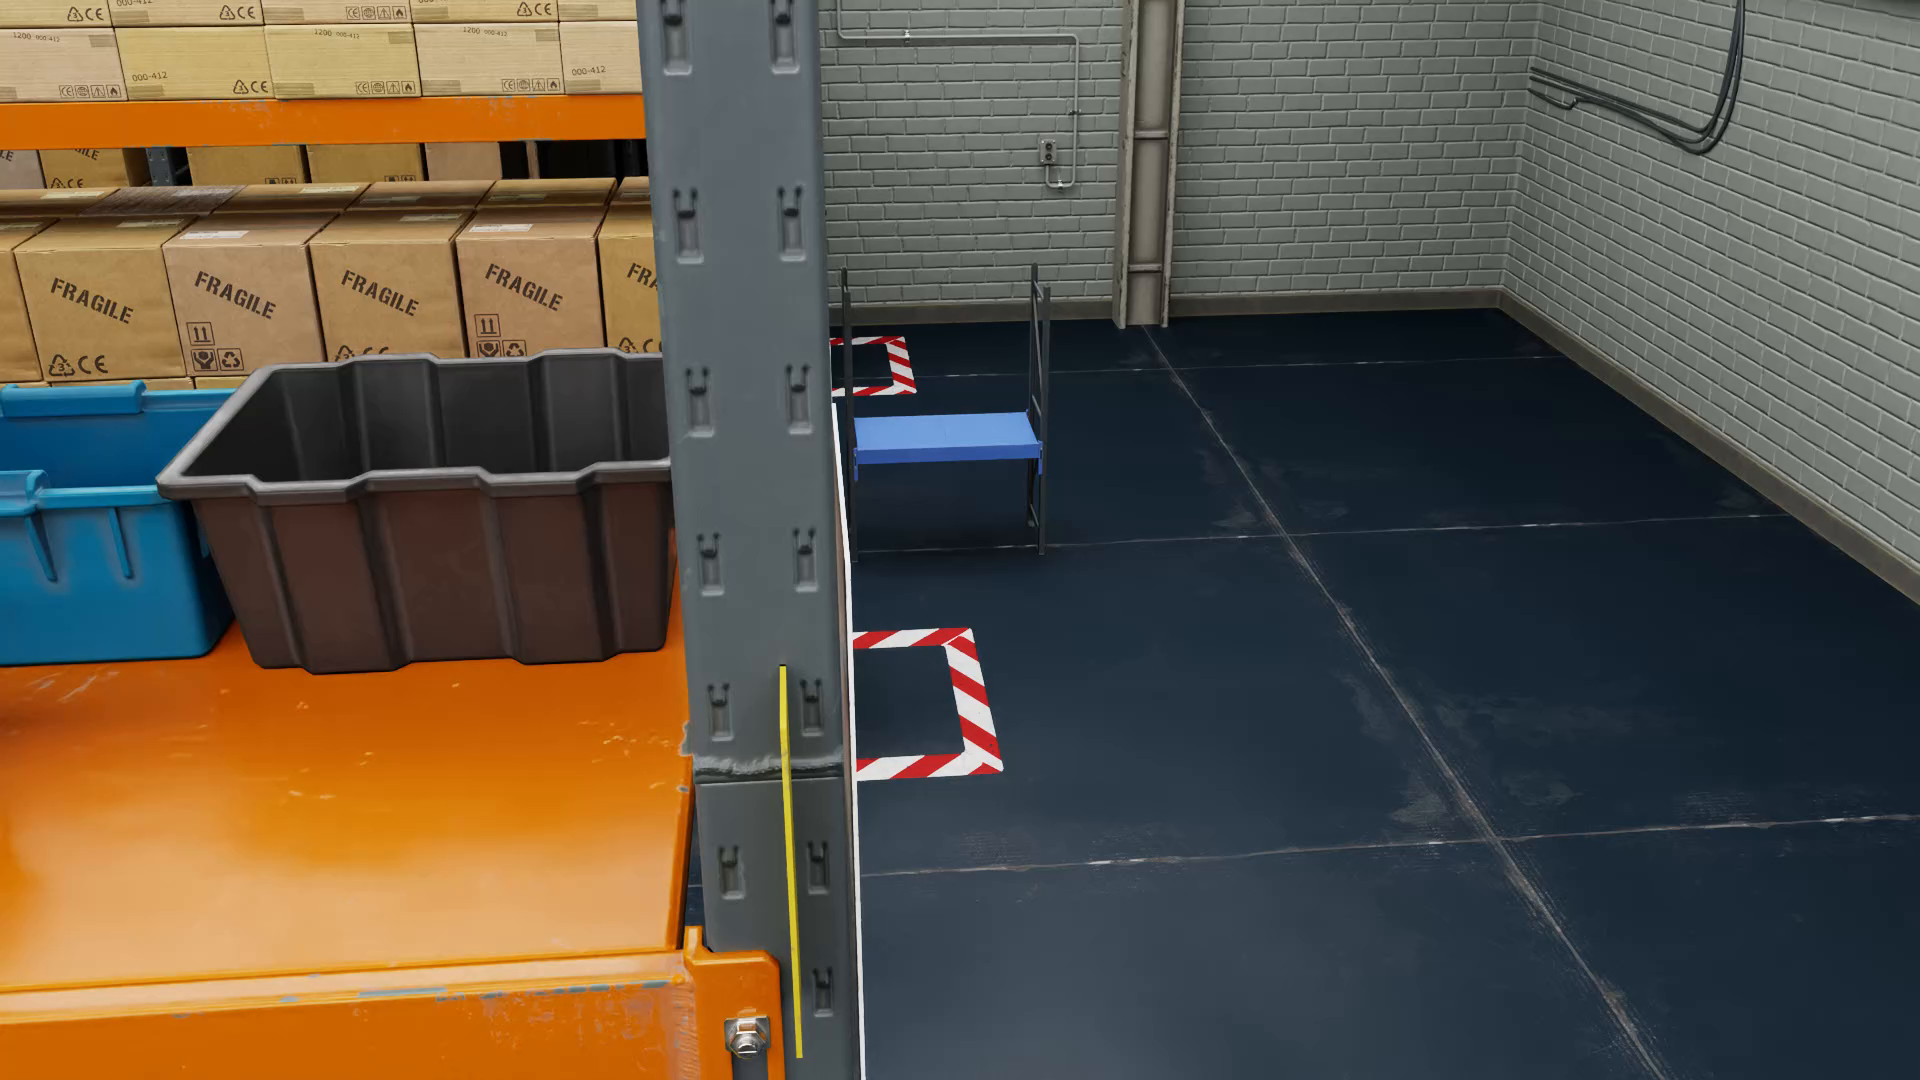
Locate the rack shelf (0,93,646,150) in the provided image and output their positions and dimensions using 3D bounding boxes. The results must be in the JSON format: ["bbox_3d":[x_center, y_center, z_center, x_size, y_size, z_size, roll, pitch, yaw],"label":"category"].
[{"bbox_3d":[-2.684,-1.592,6.332,4.000,0.370,1.077,-2,24,-5],"label":"rack shelf"}]

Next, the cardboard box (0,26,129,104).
[{"bbox_3d":[-3.170,-1.730,5.940,0.500,0.250,0.500,-2,24,-5],"label":"cardboard box"}]

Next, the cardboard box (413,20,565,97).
[{"bbox_3d":[-1.678,-1.790,6.075,0.500,0.250,0.500,-2,24,-5],"label":"cardboard box"}]

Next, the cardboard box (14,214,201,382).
[{"bbox_3d":[-3.153,-0.919,6.271,0.500,0.500,0.500,-3,24,-7],"label":"cardboard box"}]

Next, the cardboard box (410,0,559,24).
[{"bbox_3d":[-1.677,-2.017,5.971,0.500,0.250,0.500,-2,24,-5],"label":"cardboard box"}]

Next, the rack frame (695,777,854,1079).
[{"bbox_3d":[-0.210,1.372,2.470,0.127,3.000,1.000,-2,24,-5],"label":"rack frame"}]

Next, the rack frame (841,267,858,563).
[{"bbox_3d":[-0.591,-0.662,8.892,0.032,1.500,0.500,-2,24,-5],"label":"rack frame"}]

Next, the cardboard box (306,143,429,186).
[{"bbox_3d":[-3.896,-2.652,11.154,0.700,0.700,0.980,-3,24,-6],"label":"cardboard box"}]

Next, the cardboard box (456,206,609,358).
[{"bbox_3d":[-1.612,-0.983,6.415,0.500,0.500,0.500,-2,24,-4],"label":"cardboard box"}]

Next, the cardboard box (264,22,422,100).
[{"bbox_3d":[-2.174,-1.765,6.018,0.500,0.250,0.500,-2,24,-5],"label":"cardboard box"}]

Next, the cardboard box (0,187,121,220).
[{"bbox_3d":[-3.687,-1.120,6.722,0.500,0.500,0.500,-3,24,-6],"label":"cardboard box"}]

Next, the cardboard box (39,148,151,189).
[{"bbox_3d":[-5.599,-2.543,10.765,0.500,0.500,0.500,-3,24,-6],"label":"cardboard box"}]

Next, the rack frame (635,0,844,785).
[{"bbox_3d":[-0.210,-1.369,1.252,0.127,3.000,1.000,-2,24,-5],"label":"rack frame"}]

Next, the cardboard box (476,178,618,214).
[{"bbox_3d":[-1.681,-1.198,6.898,0.500,0.500,0.500,-2,24,-5],"label":"cardboard box"}]

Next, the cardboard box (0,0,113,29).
[{"bbox_3d":[-3.170,-1.956,5.834,0.500,0.250,0.500,-2,24,-5],"label":"cardboard box"}]

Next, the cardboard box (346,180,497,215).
[{"bbox_3d":[-2.179,-1.180,6.857,0.500,0.500,0.500,-2,24,-4],"label":"cardboard box"}]

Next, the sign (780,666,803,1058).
[{"bbox_3d":[-0.140,0.271,1.383,0.005,0.325,0.100,-2,24,-5],"label":"sign"}]

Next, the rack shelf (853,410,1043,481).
[{"bbox_3d":[-0.085,-0.518,9.011,1.000,0.185,0.538,-2,24,-5],"label":"rack shelf"}]

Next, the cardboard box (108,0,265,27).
[{"bbox_3d":[-2.672,-1.976,5.879,0.500,0.250,0.500,-2,24,-5],"label":"cardboard box"}]

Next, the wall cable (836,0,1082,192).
[{"bbox_3d":[-0.003,-3.530,12.248,1.851,1.984,0.084,-2,24,-5],"label":"wall cable"}]

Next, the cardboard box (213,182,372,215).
[{"bbox_3d":[-2.684,-1.159,6.811,0.500,0.500,0.500,-3,24,-6],"label":"cardboard box"}]

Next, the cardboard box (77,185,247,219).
[{"bbox_3d":[-3.185,-1.140,6.767,0.500,0.500,0.500,-2,24,-5],"label":"cardboard box"}]

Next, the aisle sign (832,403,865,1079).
[{"bbox_3d":[-0.110,0.300,1.682,0.004,0.787,0.394,-2,24,-5],"label":"aisle sign"}]

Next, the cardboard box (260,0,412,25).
[{"bbox_3d":[-2.175,-1.999,5.930,0.500,0.250,0.500,-2,24,-5],"label":"cardboard box"}]

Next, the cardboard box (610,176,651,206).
[{"bbox_3d":[-1.161,-1.222,6.951,0.500,0.500,0.500,-2,24,-4],"label":"cardboard box"}]

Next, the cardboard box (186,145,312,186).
[{"bbox_3d":[-4.623,-2.625,11.093,0.700,0.700,0.980,-2,24,-4],"label":"cardboard box"}]

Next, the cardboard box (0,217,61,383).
[{"bbox_3d":[-3.664,-0.899,6.225,0.500,0.500,0.500,-3,24,-7],"label":"cardboard box"}]

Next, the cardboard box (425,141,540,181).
[{"bbox_3d":[-3.173,-2.685,11.228,0.700,0.700,0.980,-3,24,-8],"label":"cardboard box"}]

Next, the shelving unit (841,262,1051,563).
[{"bbox_3d":[-0.085,-0.682,8.938,1.048,1.500,0.538,-2,24,-5],"label":"shelving unit"}]

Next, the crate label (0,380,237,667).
[{"bbox_3d":[-1.160,-0.024,2.102,0.502,0.251,0.408,-2,24,-5],"label":"crate label"}]

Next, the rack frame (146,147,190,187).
[{"bbox_3d":[-5.165,-2.473,11.120,0.127,3.000,1.000,-2,24,-5],"label":"rack frame"}]

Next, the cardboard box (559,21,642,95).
[{"bbox_3d":[-1.179,-1.805,6.110,0.500,0.250,0.500,-2,24,-5],"label":"cardboard box"}]

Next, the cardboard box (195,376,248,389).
[{"bbox_3d":[-2.627,-0.488,6.532,0.500,0.500,0.500,-3,24,-6],"label":"cardboard box"}]

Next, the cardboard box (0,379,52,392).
[{"bbox_3d":[-3.631,-0.448,6.442,0.500,0.500,0.500,-2,24,-4],"label":"cardboard box"}]

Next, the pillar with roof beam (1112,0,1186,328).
[{"bbox_3d":[1.841,-4.091,7.375,0.400,9.000,9.100,-2,24,-5],"label":"pillar with roof beam"}]

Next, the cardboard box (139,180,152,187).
[{"bbox_3d":[-5.473,-2.239,10.879,0.250,0.149,0.380,-2,24,-5],"label":"cardboard box"}]

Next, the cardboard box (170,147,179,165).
[{"bbox_3d":[-5.647,-2.747,11.223,0.500,0.500,0.500,-3,24,-7],"label":"cardboard box"}]

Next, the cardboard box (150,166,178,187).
[{"bbox_3d":[-5.518,-2.434,11.317,0.250,0.149,0.380,-3,24,-7],"label":"cardboard box"}]

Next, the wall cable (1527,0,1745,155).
[{"bbox_3d":[4.480,-4.036,11.074,0.112,2.526,3.097,-2,24,-5],"label":"wall cable"}]

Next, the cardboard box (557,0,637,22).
[{"bbox_3d":[-1.180,-2.037,6.017,0.500,0.250,0.500,-2,24,-5],"label":"cardboard box"}]

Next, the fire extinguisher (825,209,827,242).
[{"bbox_3d":[-0.989,-2.246,11.165,0.183,0.674,0.296,-2,24,-5],"label":"fire extinguisher"}]

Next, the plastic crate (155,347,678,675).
[{"bbox_3d":[-0.621,-0.036,2.106,0.590,0.269,0.497,-2,24,-5],"label":"plastic crate"}]

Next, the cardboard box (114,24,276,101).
[{"bbox_3d":[-2.673,-1.751,5.988,0.500,0.250,0.500,-2,24,-5],"label":"cardboard box"}]

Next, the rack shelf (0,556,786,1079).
[{"bbox_3d":[-2.201,0.410,1.827,4.000,0.370,1.077,-2,24,-5],"label":"rack shelf"}]

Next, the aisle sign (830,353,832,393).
[{"bbox_3d":[-0.168,0.061,2.219,0.004,0.787,0.394,-2,24,-5],"label":"aisle sign"}]

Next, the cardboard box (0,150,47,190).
[{"bbox_3d":[-6.106,-2.519,10.710,0.500,0.500,0.500,-2,24,-5],"label":"cardboard box"}]

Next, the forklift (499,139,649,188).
[{"bbox_3d":[-2.387,-1.460,8.926,3.031,2.935,1.130,3,24,6],"label":"forklift"}]

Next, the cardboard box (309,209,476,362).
[{"bbox_3d":[-2.128,-0.961,6.364,0.500,0.500,0.500,-2,24,-4],"label":"cardboard box"}]

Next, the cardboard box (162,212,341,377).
[{"bbox_3d":[-2.639,-0.940,6.318,0.500,0.500,0.500,-2,24,-4],"label":"cardboard box"}]

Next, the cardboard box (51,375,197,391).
[{"bbox_3d":[-3.133,-0.467,6.485,0.500,0.500,0.500,-2,24,-5],"label":"cardboard box"}]

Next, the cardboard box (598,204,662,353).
[{"bbox_3d":[-1.109,-1.004,6.461,0.500,0.500,0.500,-3,24,-6],"label":"cardboard box"}]

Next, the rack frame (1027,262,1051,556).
[{"bbox_3d":[0.421,-0.702,8.983,0.032,1.500,0.500,-2,24,-5],"label":"rack frame"}]
